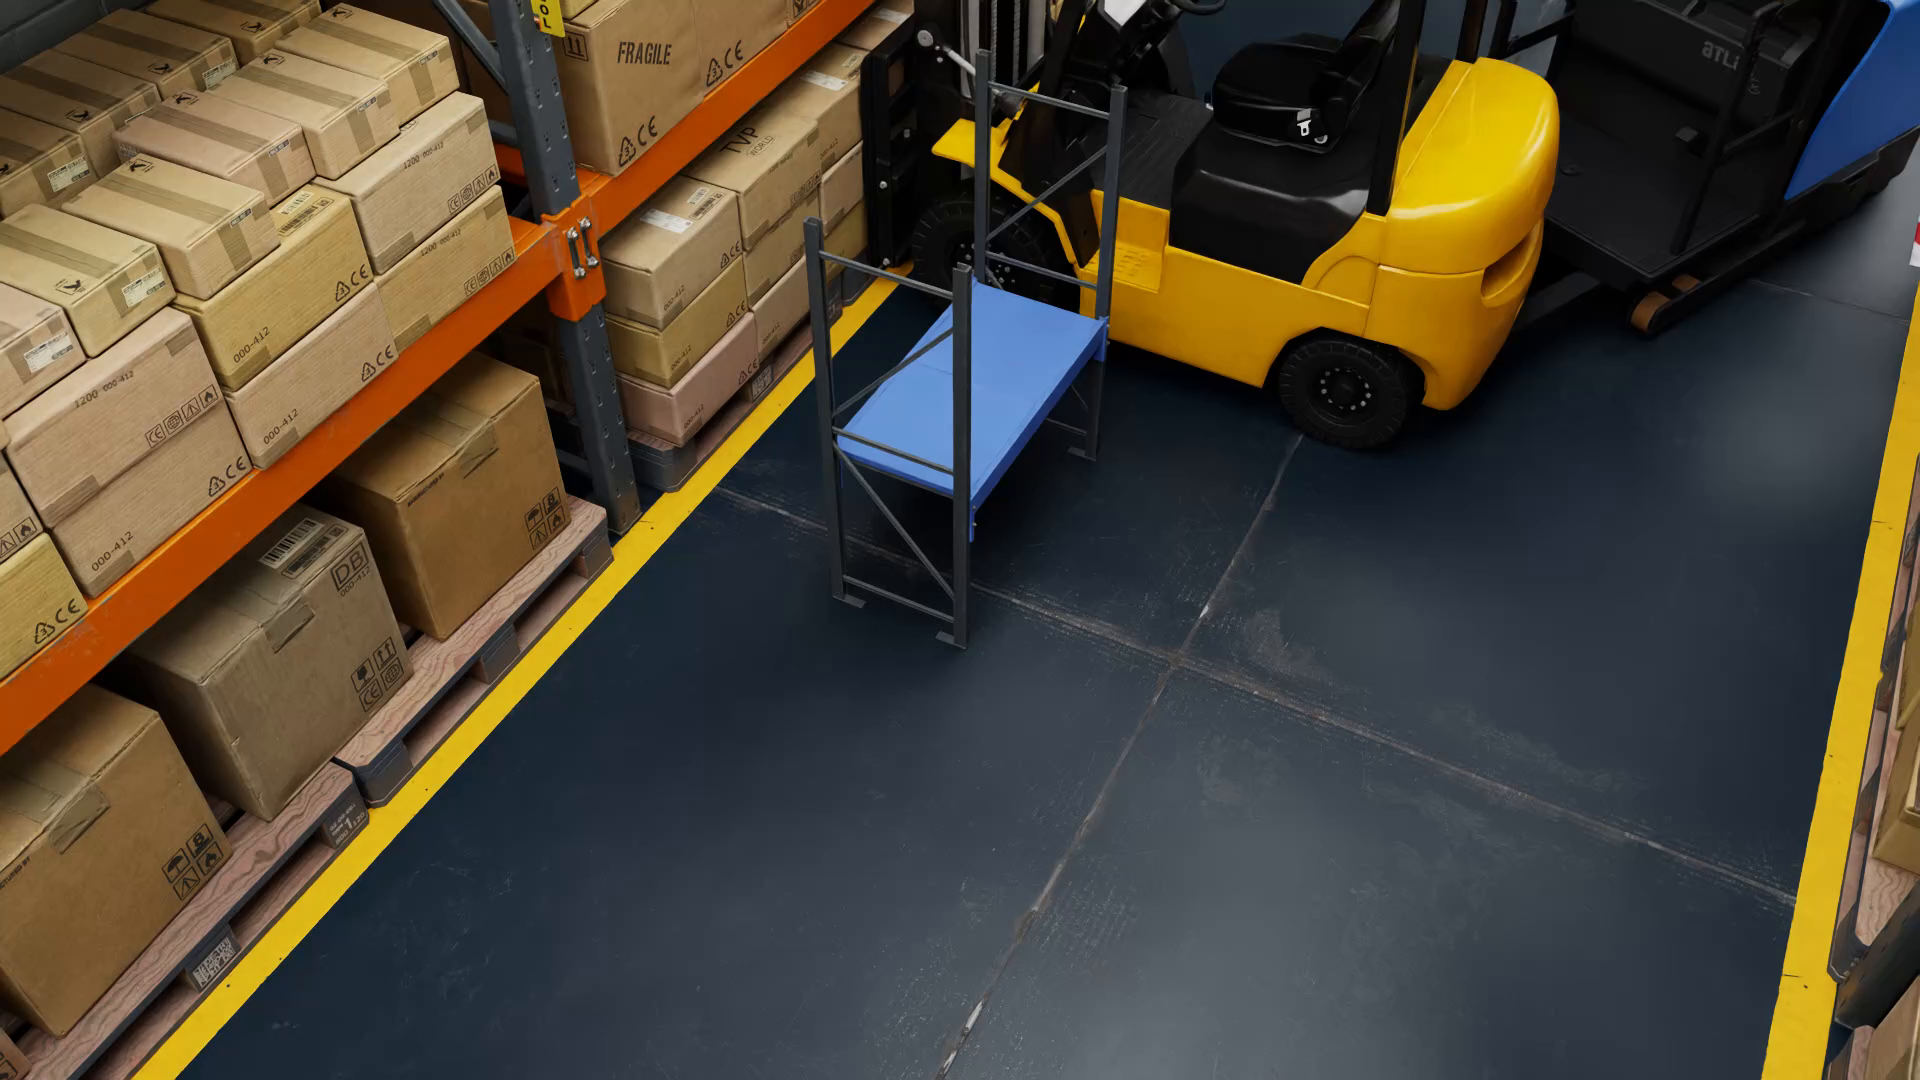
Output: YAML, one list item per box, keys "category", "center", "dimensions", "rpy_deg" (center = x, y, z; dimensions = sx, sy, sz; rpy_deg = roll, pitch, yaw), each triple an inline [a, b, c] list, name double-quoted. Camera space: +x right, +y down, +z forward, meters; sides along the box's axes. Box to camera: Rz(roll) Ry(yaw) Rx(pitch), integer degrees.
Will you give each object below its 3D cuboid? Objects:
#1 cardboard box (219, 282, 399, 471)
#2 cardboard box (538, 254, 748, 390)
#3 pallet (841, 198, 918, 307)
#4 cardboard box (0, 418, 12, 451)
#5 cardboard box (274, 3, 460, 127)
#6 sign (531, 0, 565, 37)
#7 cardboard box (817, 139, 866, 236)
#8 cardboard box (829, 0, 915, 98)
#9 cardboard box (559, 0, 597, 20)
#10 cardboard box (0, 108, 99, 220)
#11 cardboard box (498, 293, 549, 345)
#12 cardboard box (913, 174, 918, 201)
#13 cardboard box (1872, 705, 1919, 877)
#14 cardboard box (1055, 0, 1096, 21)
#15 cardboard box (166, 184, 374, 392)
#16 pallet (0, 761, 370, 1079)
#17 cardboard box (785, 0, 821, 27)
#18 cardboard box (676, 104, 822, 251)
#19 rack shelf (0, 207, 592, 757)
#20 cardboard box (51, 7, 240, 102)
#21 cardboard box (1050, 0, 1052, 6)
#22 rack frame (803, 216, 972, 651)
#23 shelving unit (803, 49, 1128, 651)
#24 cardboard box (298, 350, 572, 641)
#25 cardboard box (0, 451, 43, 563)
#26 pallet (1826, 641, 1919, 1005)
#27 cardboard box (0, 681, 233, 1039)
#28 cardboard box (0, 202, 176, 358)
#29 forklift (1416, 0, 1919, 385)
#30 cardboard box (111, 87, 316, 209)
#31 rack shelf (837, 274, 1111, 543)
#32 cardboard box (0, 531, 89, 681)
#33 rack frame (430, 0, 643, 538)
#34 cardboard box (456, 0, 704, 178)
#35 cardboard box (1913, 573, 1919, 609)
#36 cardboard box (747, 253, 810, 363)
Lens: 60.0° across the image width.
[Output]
- category: "cardboard box"
  center: [-1.814, -0.491, 4.231]
  dimensions: [0.500, 0.250, 0.500]
  rpy_deg: [20, 49, 19]
- category: "cardboard box"
  center: [-1.086, -0.825, 5.743]
  dimensions: [0.500, 0.250, 0.500]
  rpy_deg: [20, 49, 19]
- category: "pallet"
  center: [-0.612, -1.544, 7.128]
  dimensions: [1.003, 0.211, 1.213]
  rpy_deg: [20, 49, 19]
- category: "cardboard box"
  center: [-2.167, -0.233, 3.345]
  dimensions: [0.380, 0.149, 0.250]
  rpy_deg: [19, 48, 18]
- category: "cardboard box"
  center: [-1.545, -1.240, 4.341]
  dimensions: [0.380, 0.149, 0.250]
  rpy_deg: [22, 49, 20]
- category: "sign"
  center: [-1.098, -1.472, 4.337]
  dimensions: [0.100, 0.325, 0.005]
  rpy_deg: [20, 49, 19]
- category: "cardboard box"
  center: [-0.610, -1.456, 6.367]
  dimensions: [0.500, 0.250, 0.500]
  rpy_deg: [20, 49, 19]
- category: "cardboard box"
  center: [-0.363, -1.963, 6.517]
  dimensions: [0.500, 0.250, 0.500]
  rpy_deg: [20, 49, 18]
- category: "cardboard box"
  center: [-1.203, -1.643, 4.738]
  dimensions: [0.380, 0.149, 0.250]
  rpy_deg: [20, 49, 18]
- category: "cardboard box"
  center: [-2.325, -0.902, 4.006]
  dimensions: [0.380, 0.149, 0.250]
  rpy_deg: [20, 49, 19]
- category: "cardboard box"
  center: [-1.539, -0.997, 5.913]
  dimensions: [0.500, 0.250, 0.500]
  rpy_deg: [19, 48, 18]
- category: "cardboard box"
  center: [-0.366, -1.609, 6.870]
  dimensions: [0.500, 0.250, 0.500]
  rpy_deg: [22, 49, 20]
- category: "cardboard box"
  center: [2.851, 0.729, 4.559]
  dimensions: [0.500, 0.250, 0.500]
  rpy_deg: [23, 50, 21]
- category: "cardboard box"
  center: [0.335, -2.566, 7.815]
  dimensions: [0.500, 0.250, 0.500]
  rpy_deg: [21, 49, 19]
- category: "cardboard box"
  center: [-1.817, -0.668, 4.056]
  dimensions: [0.500, 0.250, 0.500]
  rpy_deg: [19, 48, 18]
- category: "pallet"
  center: [-2.456, 0.963, 4.650]
  dimensions: [1.003, 0.211, 1.213]
  rpy_deg: [20, 49, 19]
- category: "cardboard box"
  center: [-0.685, -2.147, 5.693]
  dimensions: [0.500, 0.500, 0.500]
  rpy_deg: [20, 49, 19]
- category: "cardboard box"
  center: [-0.835, -1.318, 5.879]
  dimensions: [0.500, 0.250, 0.500]
  rpy_deg: [21, 49, 19]
- category: "rack shelf"
  center: [-2.512, 0.247, 3.903]
  dimensions: [1.077, 0.370, 4.000]
  rpy_deg: [20, 49, 19]
- category: "cardboard box"
  center: [-2.108, -1.227, 4.327]
  dimensions: [0.380, 0.149, 0.250]
  rpy_deg: [19, 48, 18]
- category: "cardboard box"
  center: [0.082, -2.420, 7.319]
  dimensions: [0.500, 0.250, 0.500]
  rpy_deg: [20, 49, 19]
- category: "rack frame"
  center: [-0.196, -0.261, 4.953]
  dimensions: [0.500, 1.500, 0.032]
  rpy_deg: [20, 49, 19]
- category: "shelving unit"
  center: [0.040, -0.581, 5.270]
  dimensions: [0.538, 1.500, 1.048]
  rpy_deg: [20, 49, 19]
- category: "cardboard box"
  center: [-1.816, -0.246, 5.259]
  dimensions: [0.875, 0.625, 0.625]
  rpy_deg: [23, 50, 21]
- category: "cardboard box"
  center: [-2.311, -0.037, 3.431]
  dimensions: [0.500, 0.250, 0.500]
  rpy_deg: [21, 49, 20]
- category: "pallet"
  center: [3.095, 0.916, 4.696]
  dimensions: [1.003, 0.211, 1.213]
  rpy_deg: [20, 49, 19]
- category: "cardboard box"
  center: [-2.530, 0.714, 4.309]
  dimensions: [0.875, 0.625, 0.625]
  rpy_deg: [19, 48, 17]
- category: "cardboard box"
  center: [-1.991, -0.581, 3.689]
  dimensions: [0.380, 0.149, 0.250]
  rpy_deg: [19, 48, 18]
- category: "forklift"
  center: [2.640, -2.267, 5.930]
  dimensions: [3.031, 2.935, 1.130]
  rpy_deg: [-28, 52, -25]
- category: "cardboard box"
  center: [-1.809, -0.935, 4.039]
  dimensions: [0.380, 0.149, 0.250]
  rpy_deg: [20, 49, 19]
- category: "rack shelf"
  center: [0.040, -0.455, 5.398]
  dimensions: [0.538, 0.185, 1.000]
  rpy_deg: [20, 49, 19]
- category: "cardboard box"
  center: [-2.305, 0.140, 3.608]
  dimensions: [0.500, 0.250, 0.500]
  rpy_deg: [22, 49, 20]
- category: "rack frame"
  center: [-1.584, -1.266, 4.892]
  dimensions: [1.000, 3.000, 0.127]
  rpy_deg: [20, 49, 19]
- category: "cardboard box"
  center: [-1.146, -1.494, 5.047]
  dimensions: [0.500, 0.500, 0.500]
  rpy_deg: [19, 48, 18]
- category: "cardboard box"
  center: [3.330, 0.071, 5.209]
  dimensions: [0.500, 0.250, 0.500]
  rpy_deg: [21, 49, 20]
- category: "cardboard box"
  center: [-0.844, -0.967, 6.235]
  dimensions: [0.500, 0.250, 0.500]
  rpy_deg: [19, 48, 18]
